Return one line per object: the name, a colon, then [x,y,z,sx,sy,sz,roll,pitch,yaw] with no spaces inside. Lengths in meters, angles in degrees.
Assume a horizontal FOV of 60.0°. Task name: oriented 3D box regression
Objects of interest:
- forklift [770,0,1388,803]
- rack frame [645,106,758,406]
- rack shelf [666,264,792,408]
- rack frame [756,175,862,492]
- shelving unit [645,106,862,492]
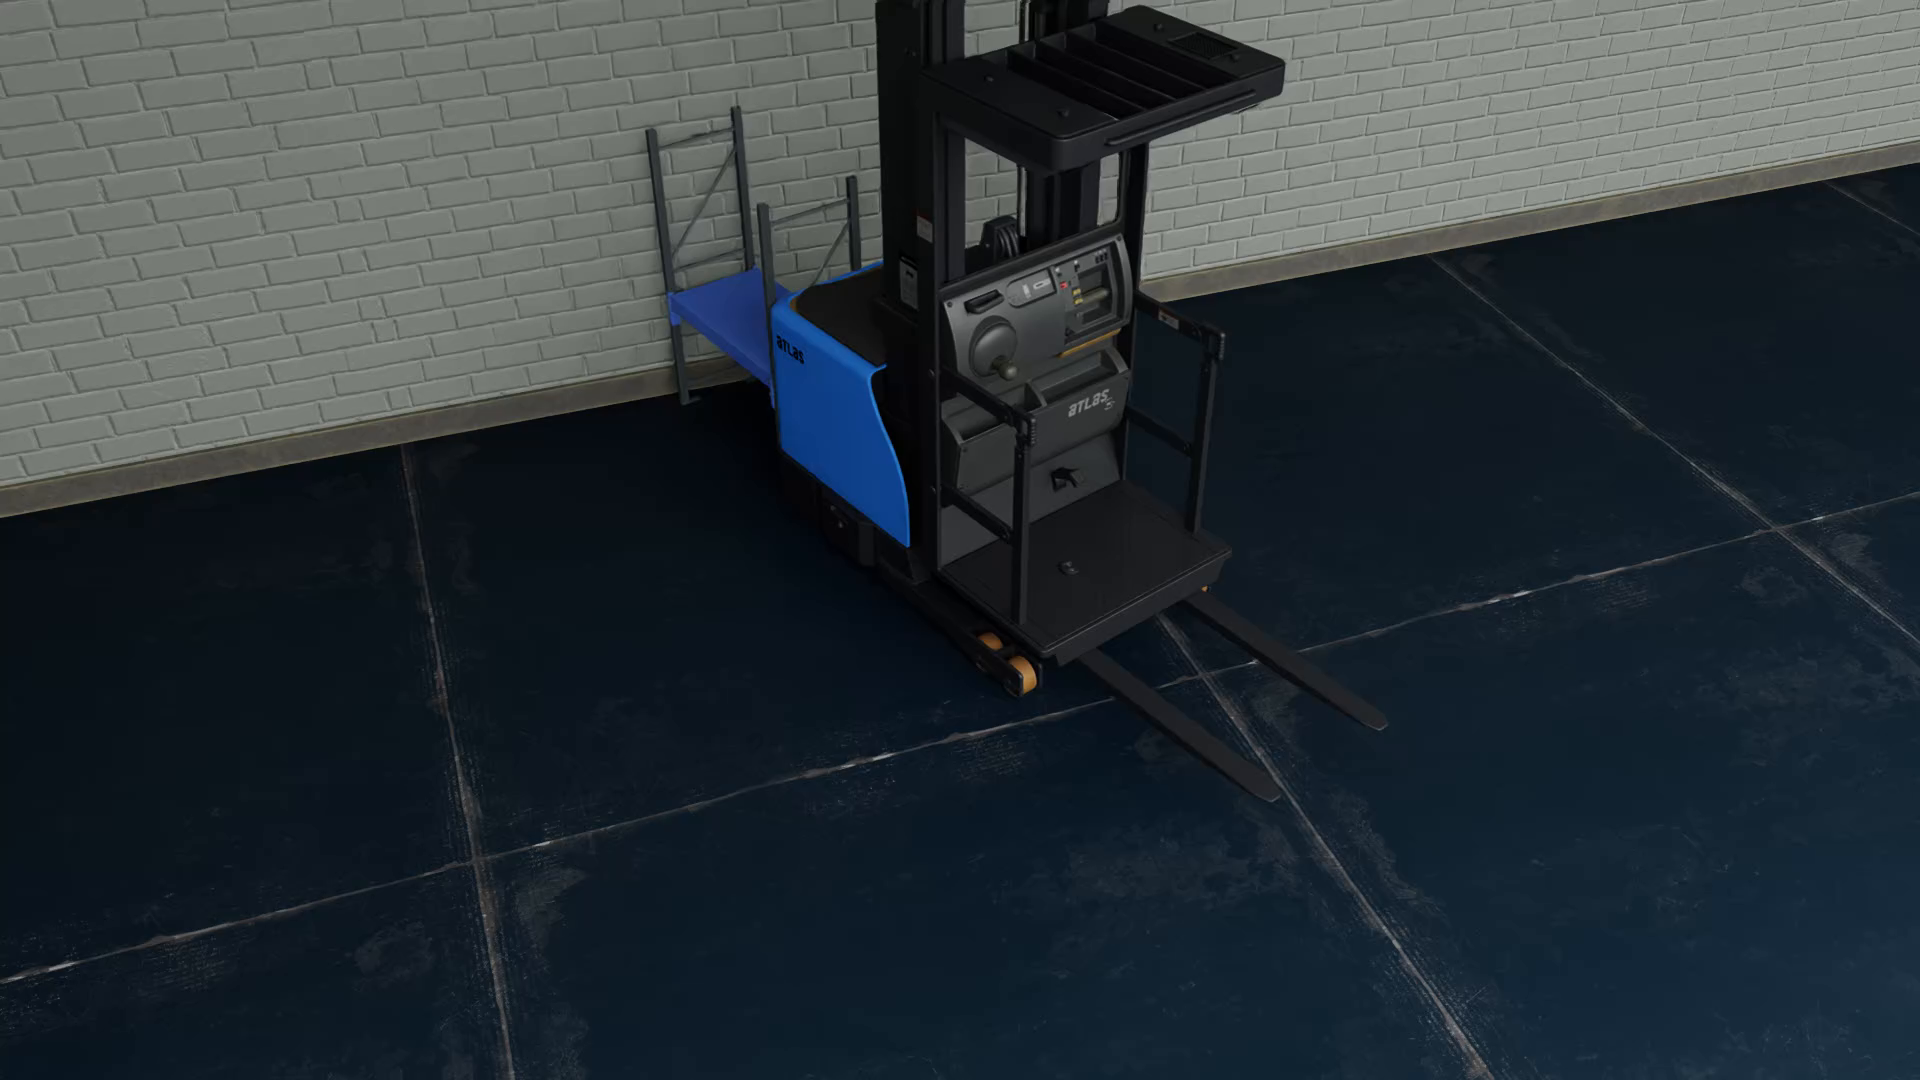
forklift: [0.454,-0.866,6.464,1.130,2.935,3.031,-26,44,-30]
rack frame: [-1.259,-1.400,8.346,0.500,1.500,0.032,-24,42,-28]
rack shelf: [-0.957,-1.014,8.121,0.538,0.185,1.000,-24,42,-28]
rack frame: [-0.657,-0.918,7.683,0.500,1.500,0.032,-24,42,-28]
shelving unit: [-0.958,-1.159,8.015,0.538,1.500,1.048,-24,42,-28]
